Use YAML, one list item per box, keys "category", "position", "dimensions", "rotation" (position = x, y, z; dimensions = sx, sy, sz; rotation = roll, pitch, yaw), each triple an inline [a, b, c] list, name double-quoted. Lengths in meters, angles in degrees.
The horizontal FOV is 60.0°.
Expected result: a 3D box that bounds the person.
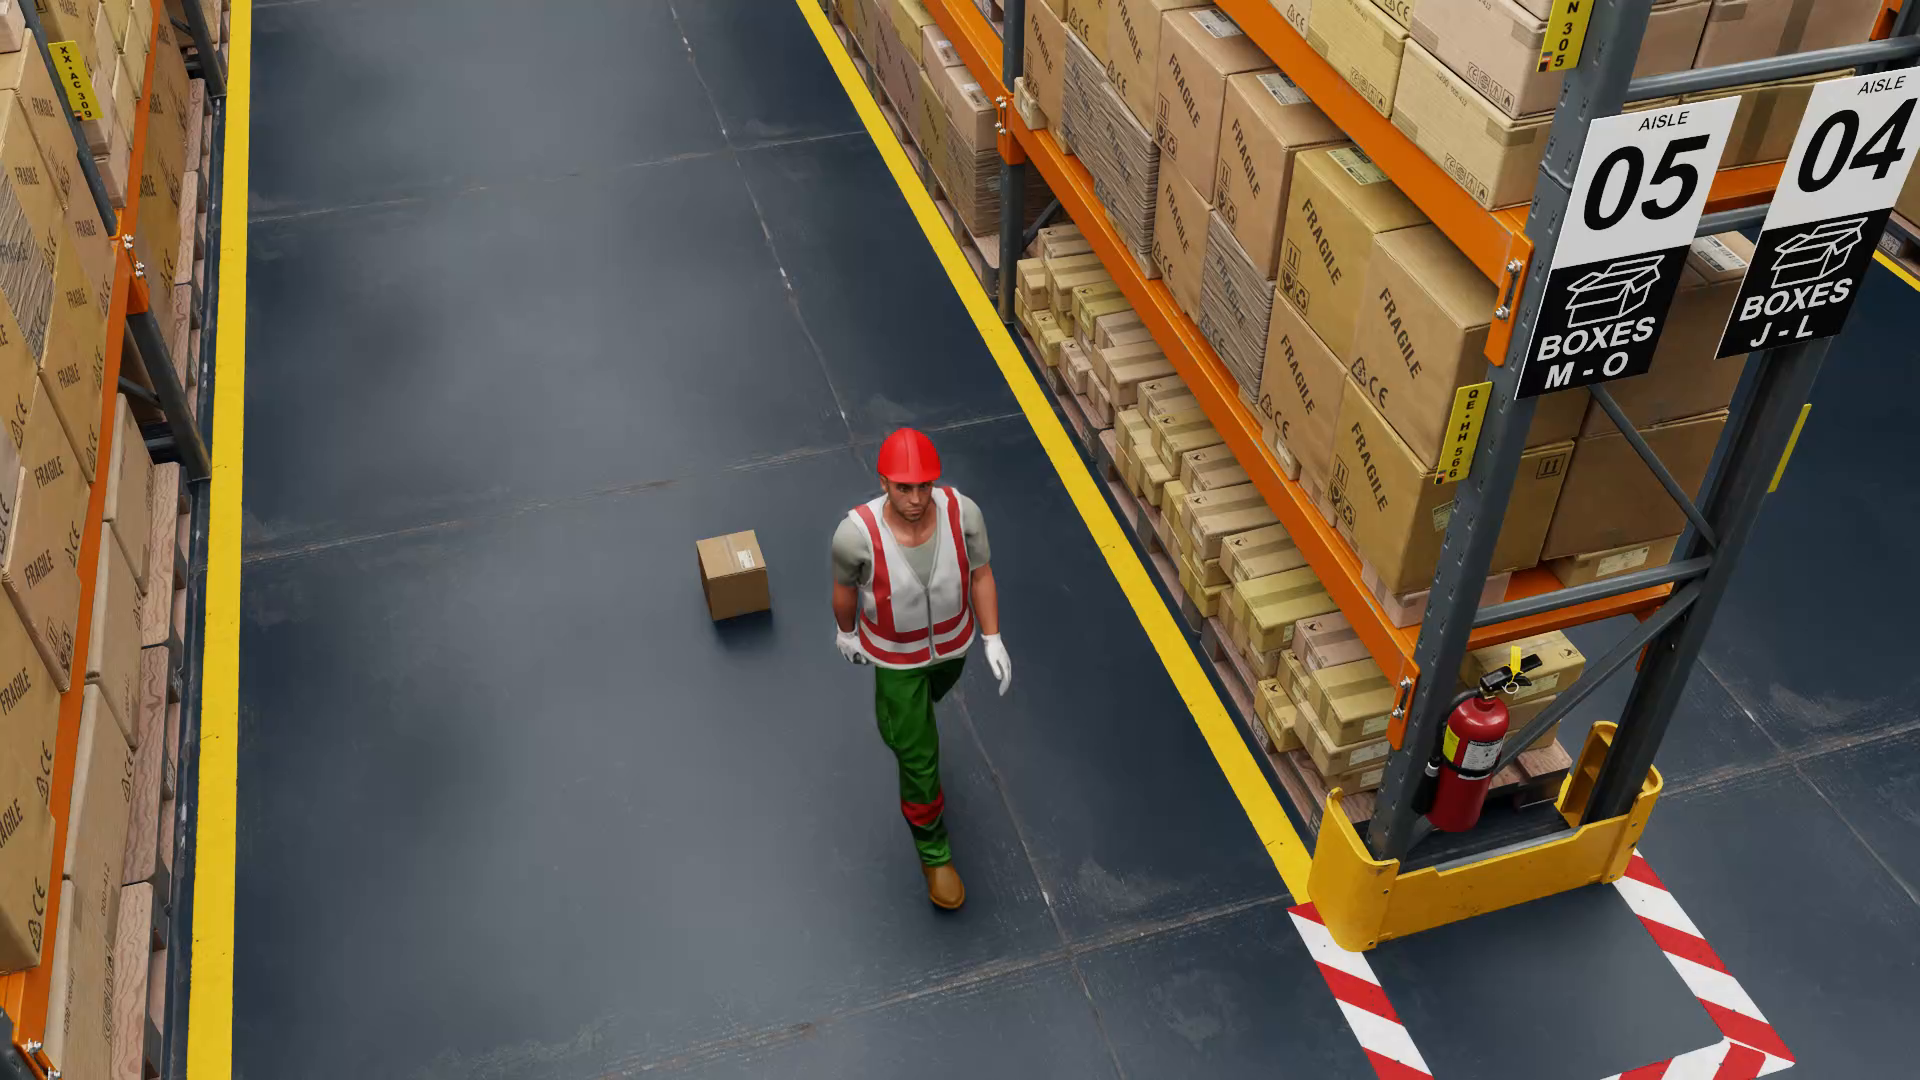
- category: "person"
  position: [-0.131, 0.359, 5.747]
  dimensions: [0.529, 1.747, 1.056]
  rotation: [-18, 45, -19]
